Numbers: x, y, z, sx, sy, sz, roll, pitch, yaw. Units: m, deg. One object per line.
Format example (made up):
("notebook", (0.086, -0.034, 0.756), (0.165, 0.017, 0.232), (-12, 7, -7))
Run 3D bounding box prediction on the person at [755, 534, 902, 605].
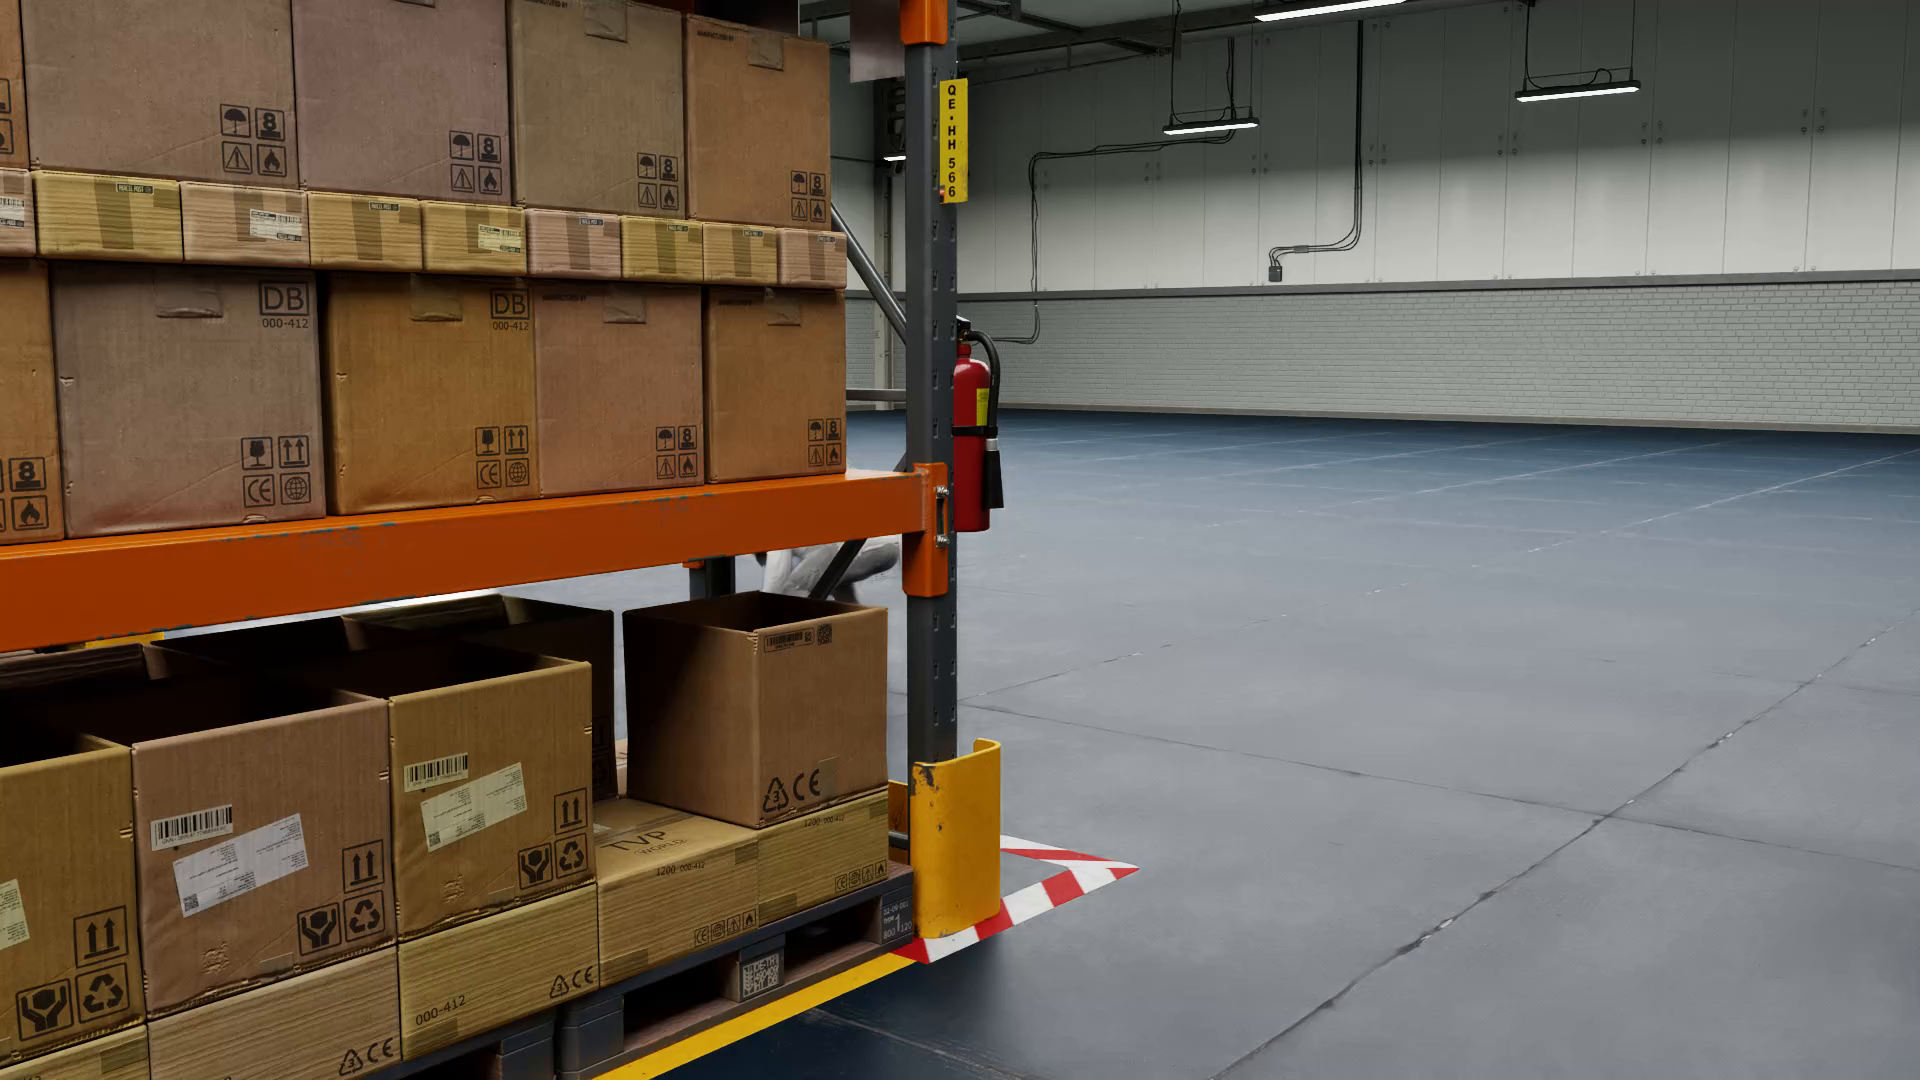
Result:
("person", (-0.734, 0.214, 8.727), (0.979, 0.886, 0.505), (5, 8, 36))
